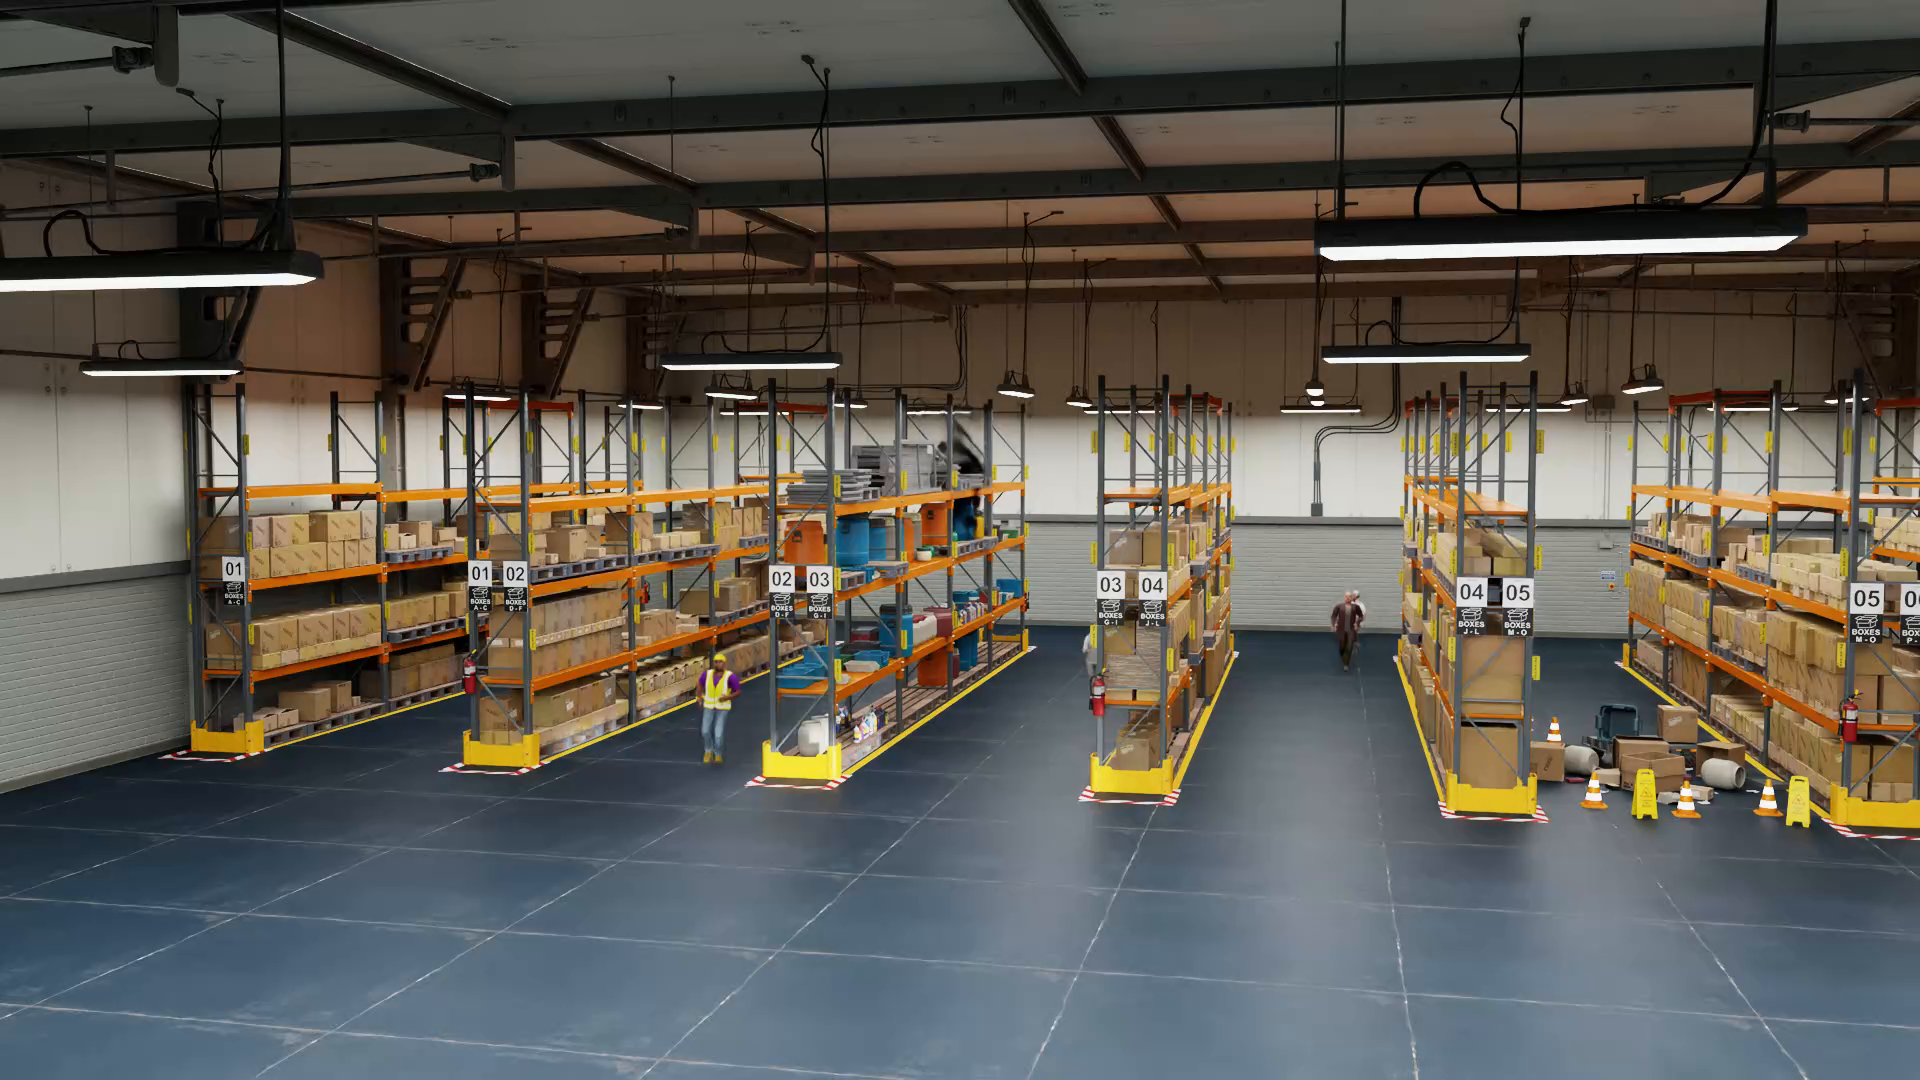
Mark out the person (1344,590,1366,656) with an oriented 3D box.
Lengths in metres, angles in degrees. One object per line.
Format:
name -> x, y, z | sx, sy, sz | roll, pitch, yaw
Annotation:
person -> 9.193, 1.982, 38.910 | 0.510, 1.623, 0.666 | -2, 4, -30

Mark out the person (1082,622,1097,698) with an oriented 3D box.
person -> 2.588, 2.393, 31.852 | 0.482, 1.608, 0.734 | 1, 3, 11

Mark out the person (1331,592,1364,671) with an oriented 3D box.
person -> 8.640, 2.027, 37.093 | 0.710, 1.742, 0.687 | 1, 3, 11

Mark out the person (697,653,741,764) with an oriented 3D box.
person -> -3.794, 2.657, 26.037 | 0.733, 1.774, 0.570 | 0, 3, 5
